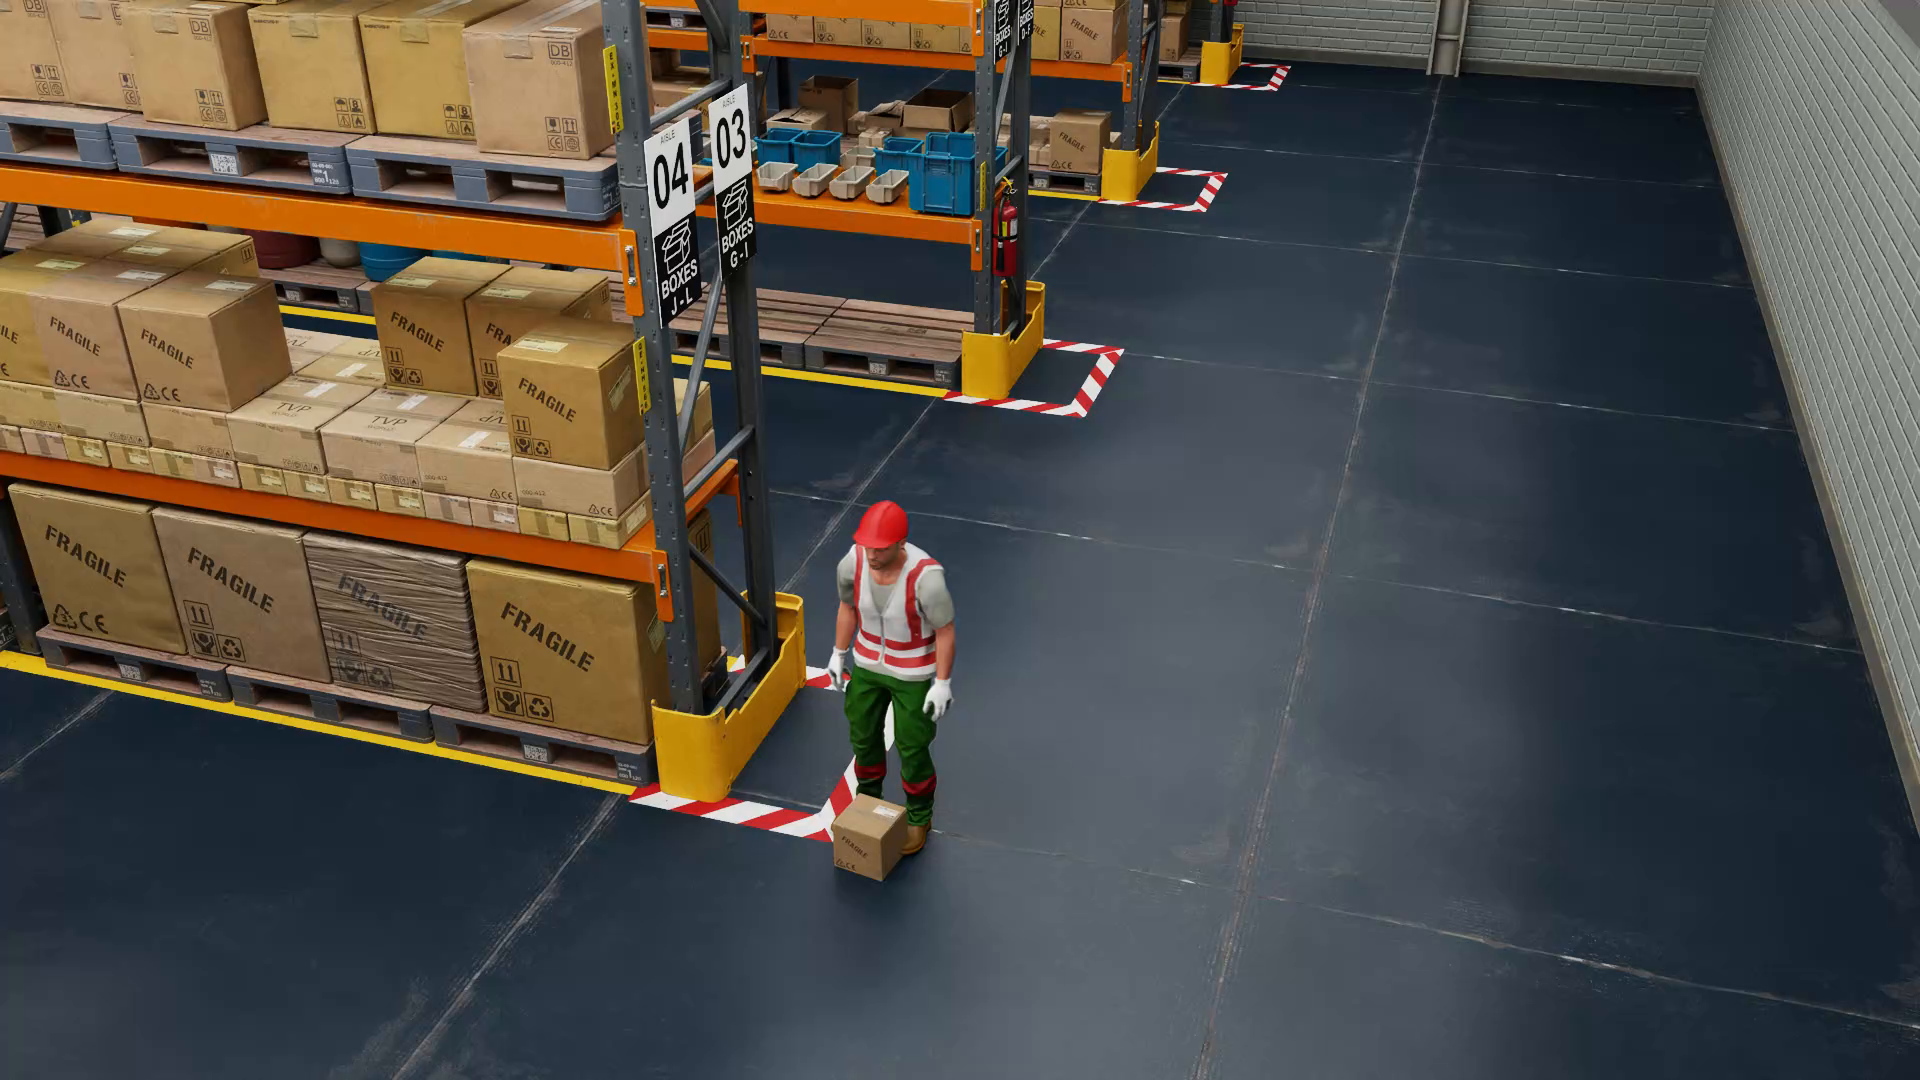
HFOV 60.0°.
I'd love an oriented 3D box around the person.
[{"bbox_3d":[-0.311,0.596,7.419,0.617,1.778,0.456,14,32,24],"label":"person"}]
